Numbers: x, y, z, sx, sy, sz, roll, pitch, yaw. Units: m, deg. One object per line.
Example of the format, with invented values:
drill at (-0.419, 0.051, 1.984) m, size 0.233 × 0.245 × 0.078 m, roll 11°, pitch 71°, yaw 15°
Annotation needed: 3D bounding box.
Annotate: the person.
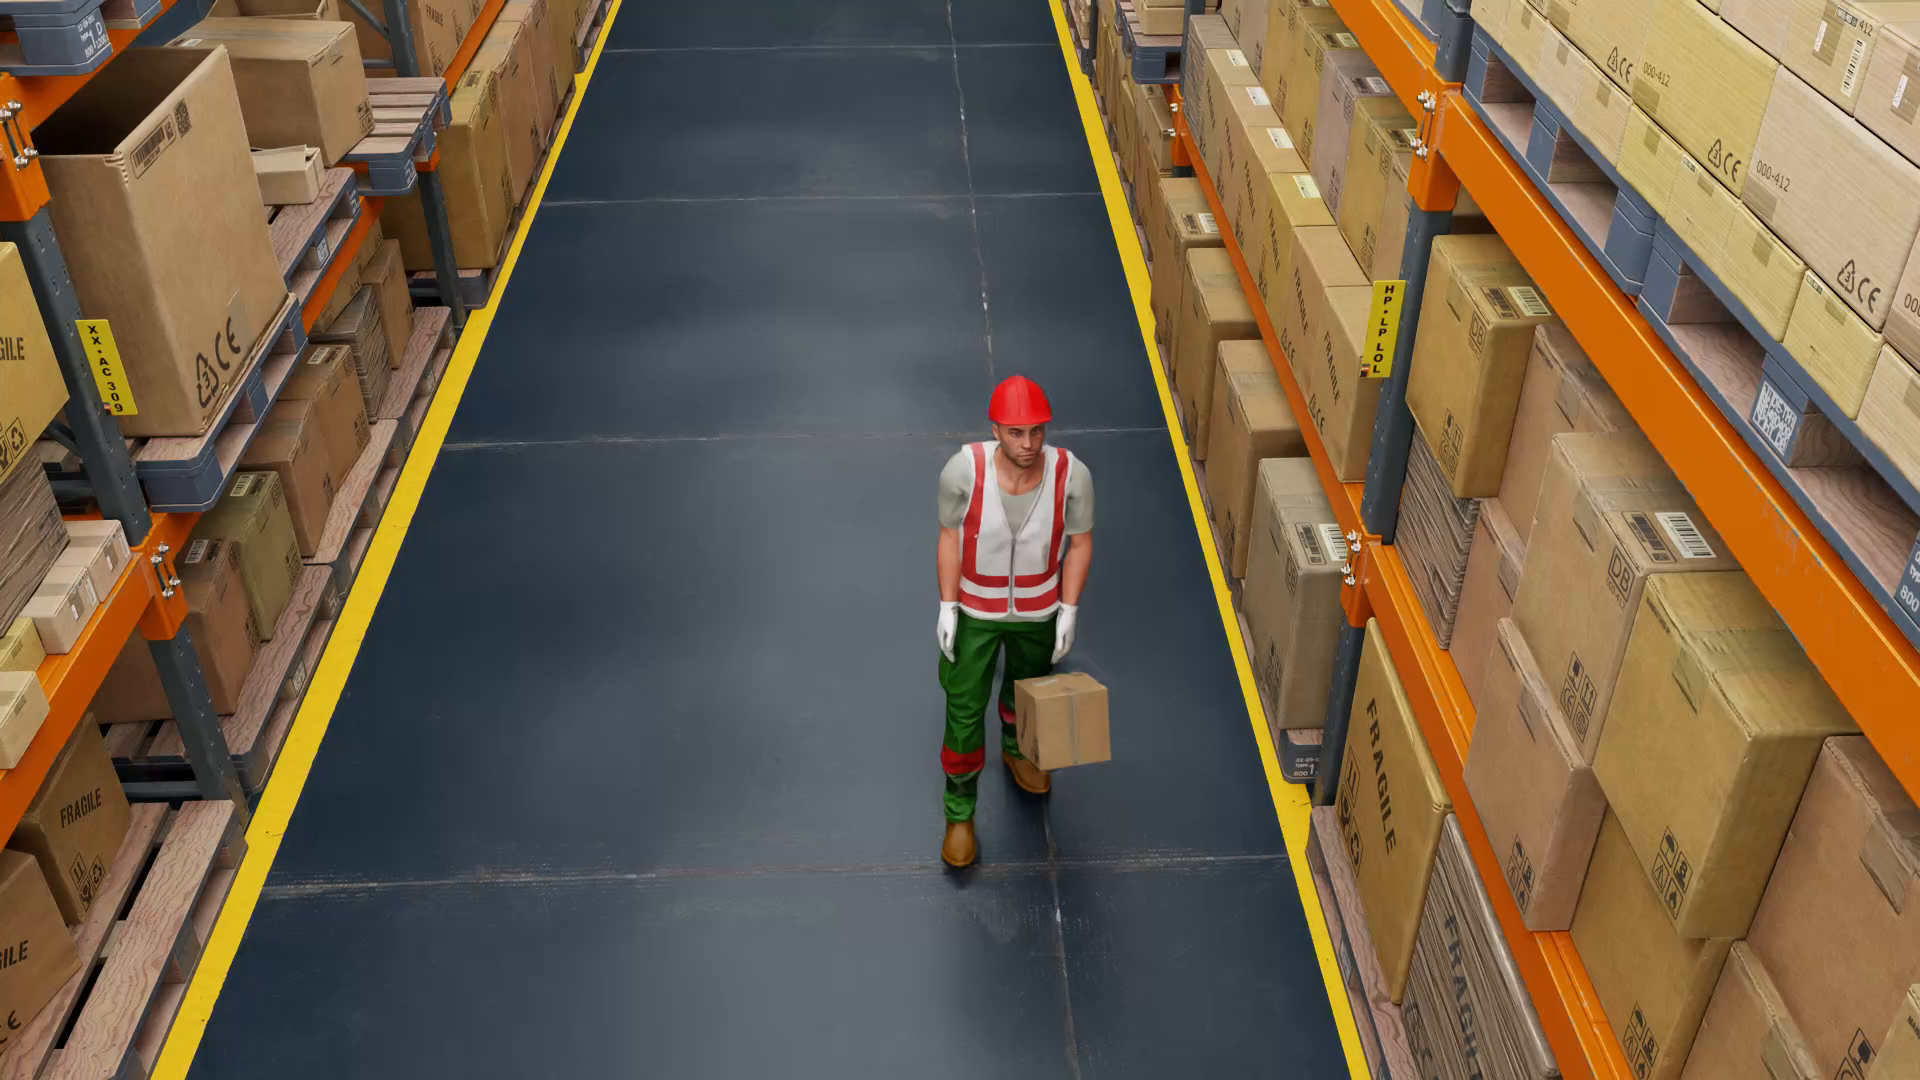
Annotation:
person at (0.187, 0.278, 5.711) m, size 0.567 × 1.784 × 0.675 m, roll -4°, pitch 35°, yaw -5°
